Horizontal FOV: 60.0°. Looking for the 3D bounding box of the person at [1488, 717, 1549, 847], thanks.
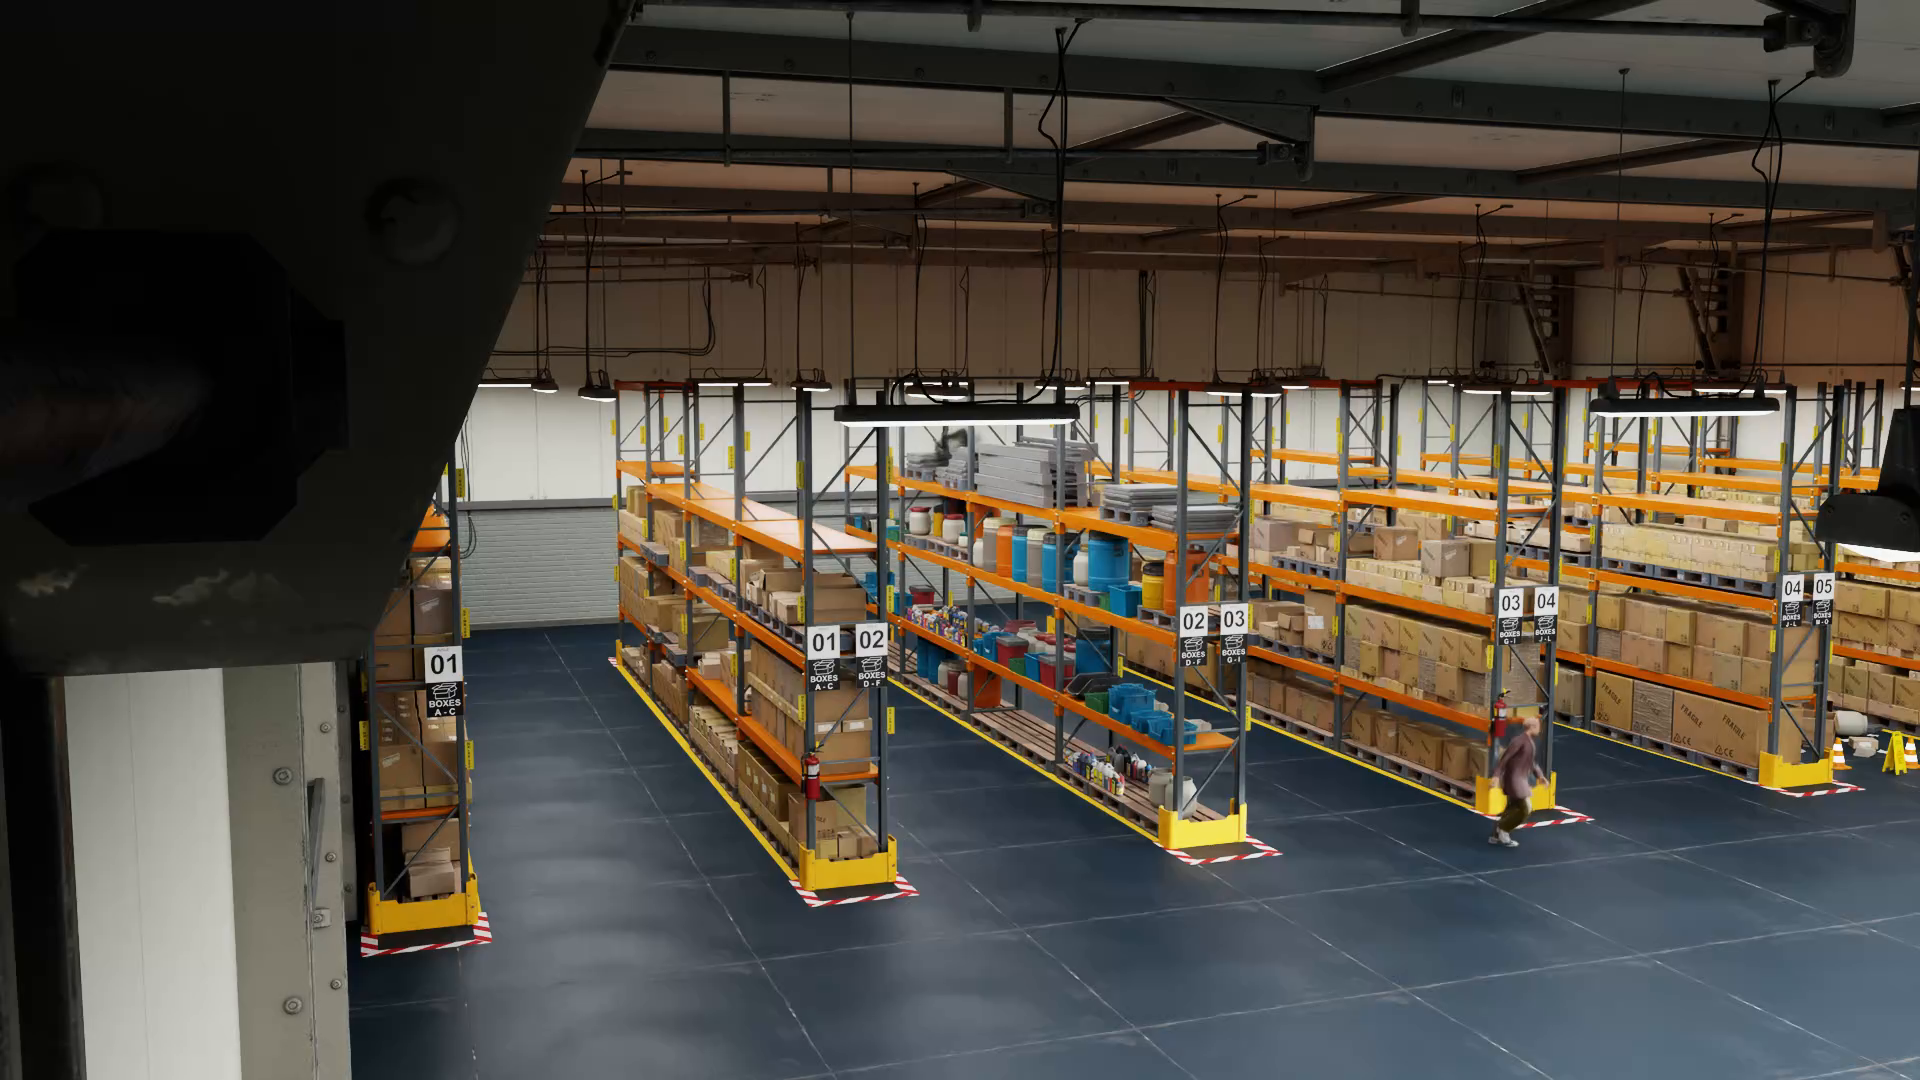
[{"bbox_3d":[7.304,3.170,21.773,0.676,1.739,0.721,4,7,34],"label":"person"}]
